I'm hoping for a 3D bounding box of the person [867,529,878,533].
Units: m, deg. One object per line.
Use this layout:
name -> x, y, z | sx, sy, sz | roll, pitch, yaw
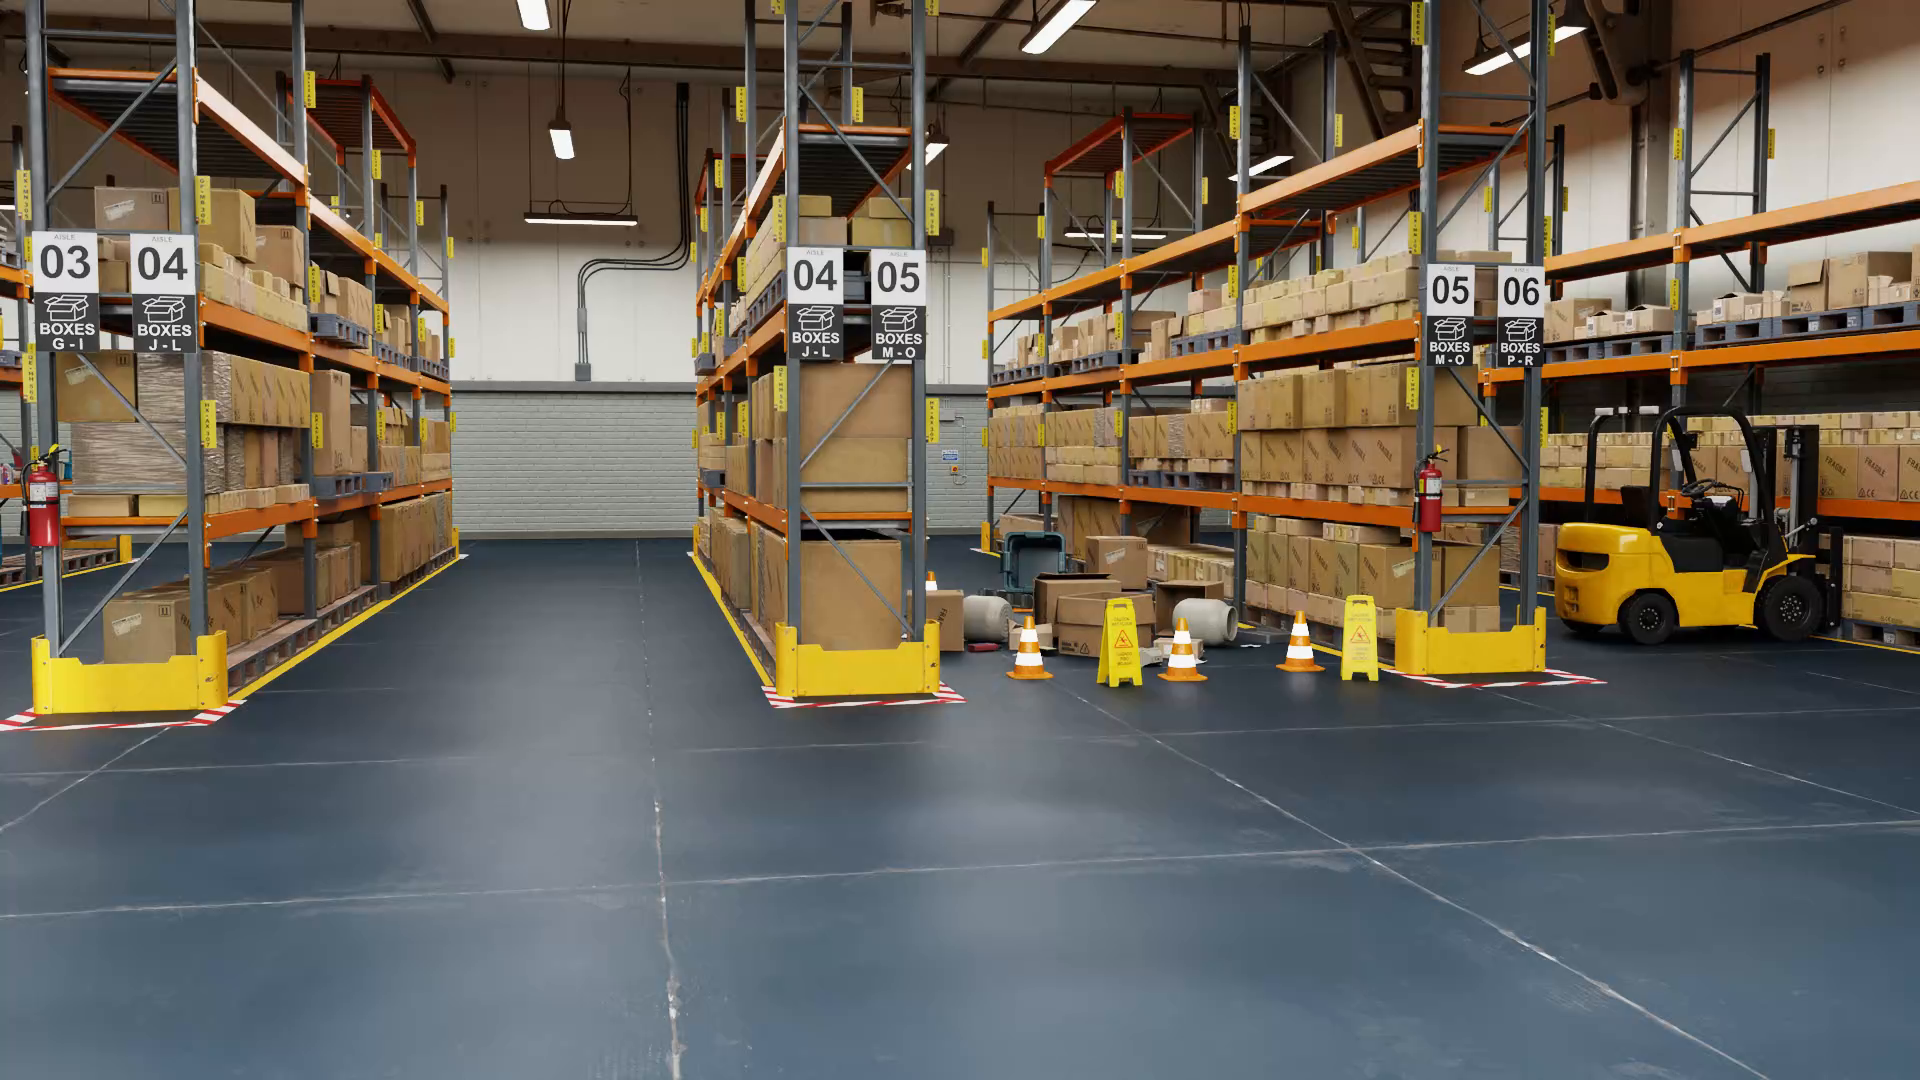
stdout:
person -> -1.280, -0.349, 22.914 | 0.485, 1.675, 0.582 | 0, 3, -9
